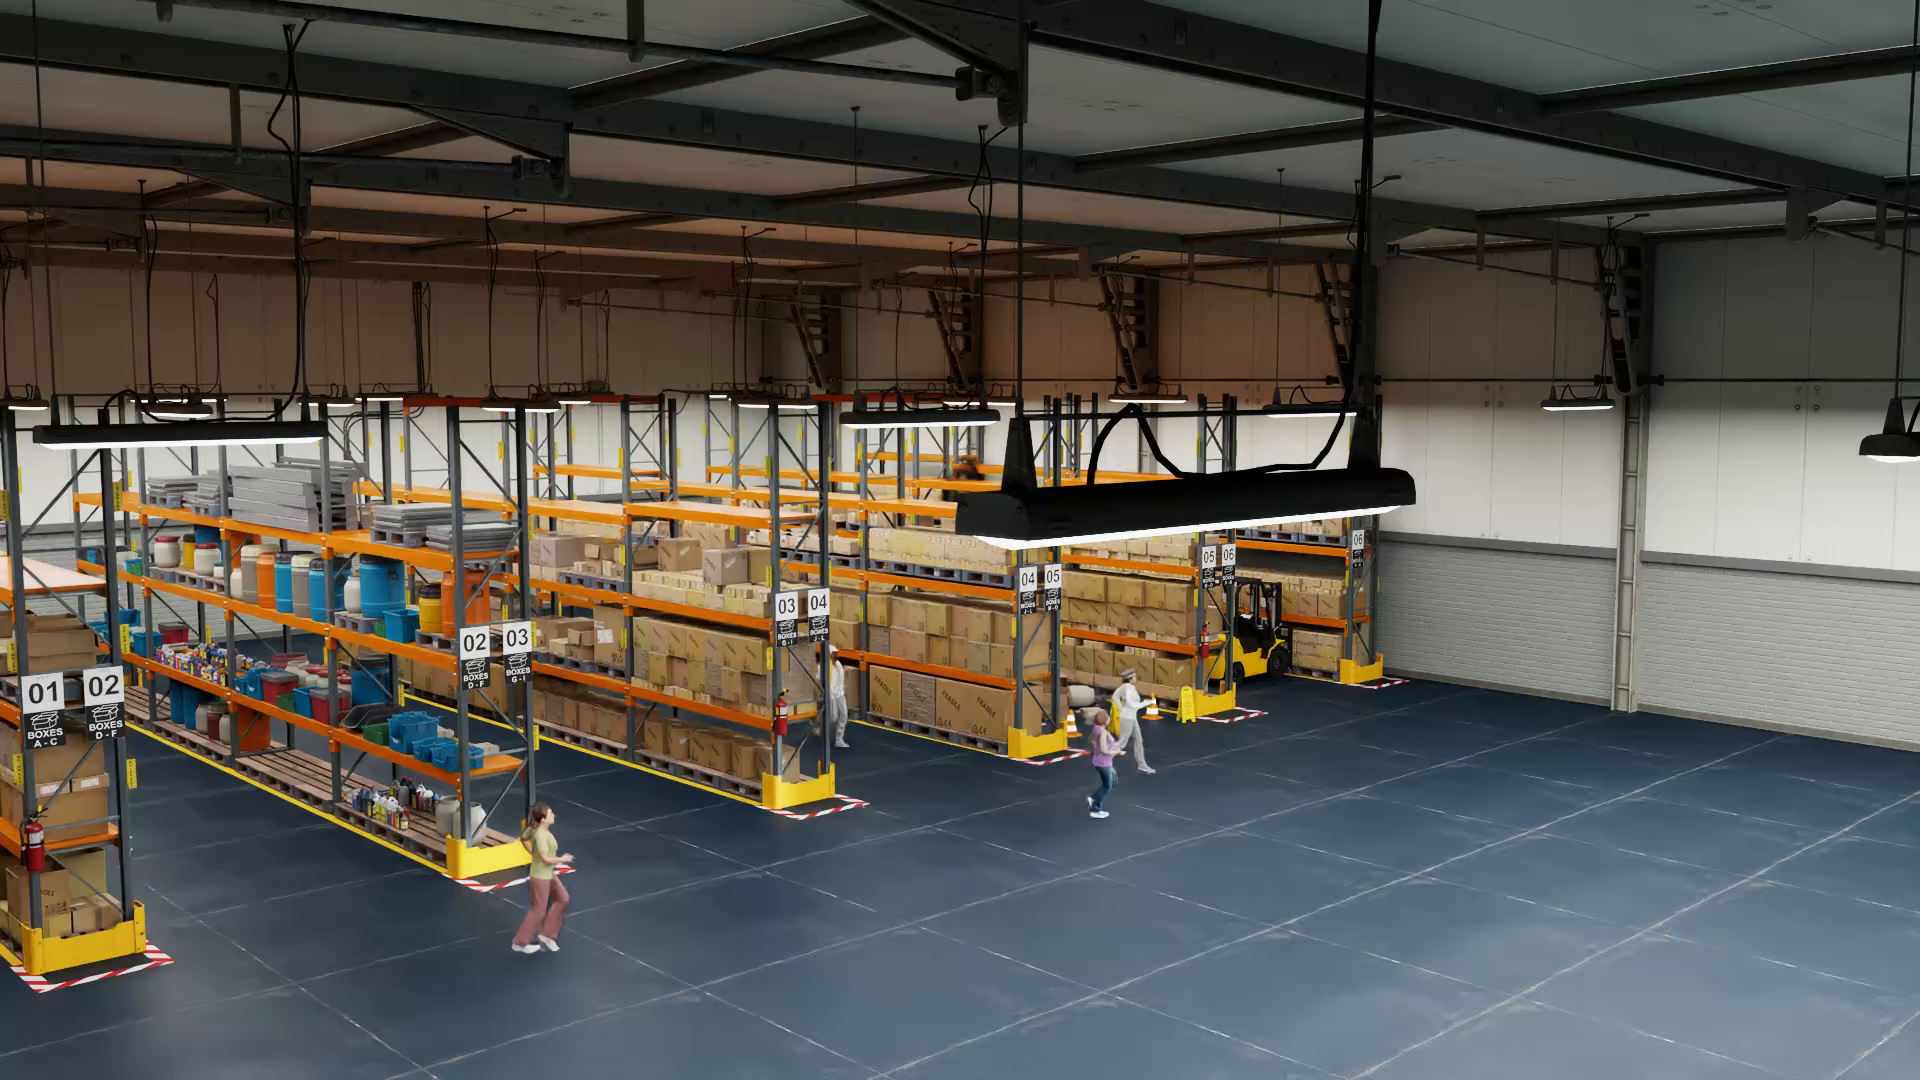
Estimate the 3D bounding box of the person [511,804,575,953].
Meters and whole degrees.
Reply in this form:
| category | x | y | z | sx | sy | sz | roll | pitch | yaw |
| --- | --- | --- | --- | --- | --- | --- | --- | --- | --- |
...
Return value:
| category | x | y | z | sx | sy | sz | roll | pitch | yaw |
| --- | --- | --- | --- | --- | --- | --- | --- | --- | --- |
| person | -4.599 | 3.748 | 18.320 | 0.698 | 1.719 | 0.592 | -1 | 6 | -14 |

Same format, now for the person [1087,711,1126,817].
| category | x | y | z | sx | sy | sz | roll | pitch | yaw |
| --- | --- | --- | --- | --- | --- | --- | --- | --- | --- |
| person | 2.115 | 3.229 | 24.003 | 0.532 | 1.556 | 0.525 | 0 | 6 | -4 |

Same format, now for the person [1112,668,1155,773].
| category | x | y | z | sx | sy | sz | roll | pitch | yaw |
| --- | --- | --- | --- | --- | --- | --- | --- | --- | --- |
| person | 2.680 | 2.890 | 26.630 | 0.914 | 1.695 | 0.610 | 1 | 6 | 6 |

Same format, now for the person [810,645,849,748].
| category | x | y | z | sx | sy | sz | roll | pitch | yaw |
| --- | --- | --- | --- | --- | --- | --- | --- | --- | --- |
| person | -2.218 | 2.689 | 28.702 | 0.803 | 1.754 | 0.679 | 4 | 7 | 35 |
